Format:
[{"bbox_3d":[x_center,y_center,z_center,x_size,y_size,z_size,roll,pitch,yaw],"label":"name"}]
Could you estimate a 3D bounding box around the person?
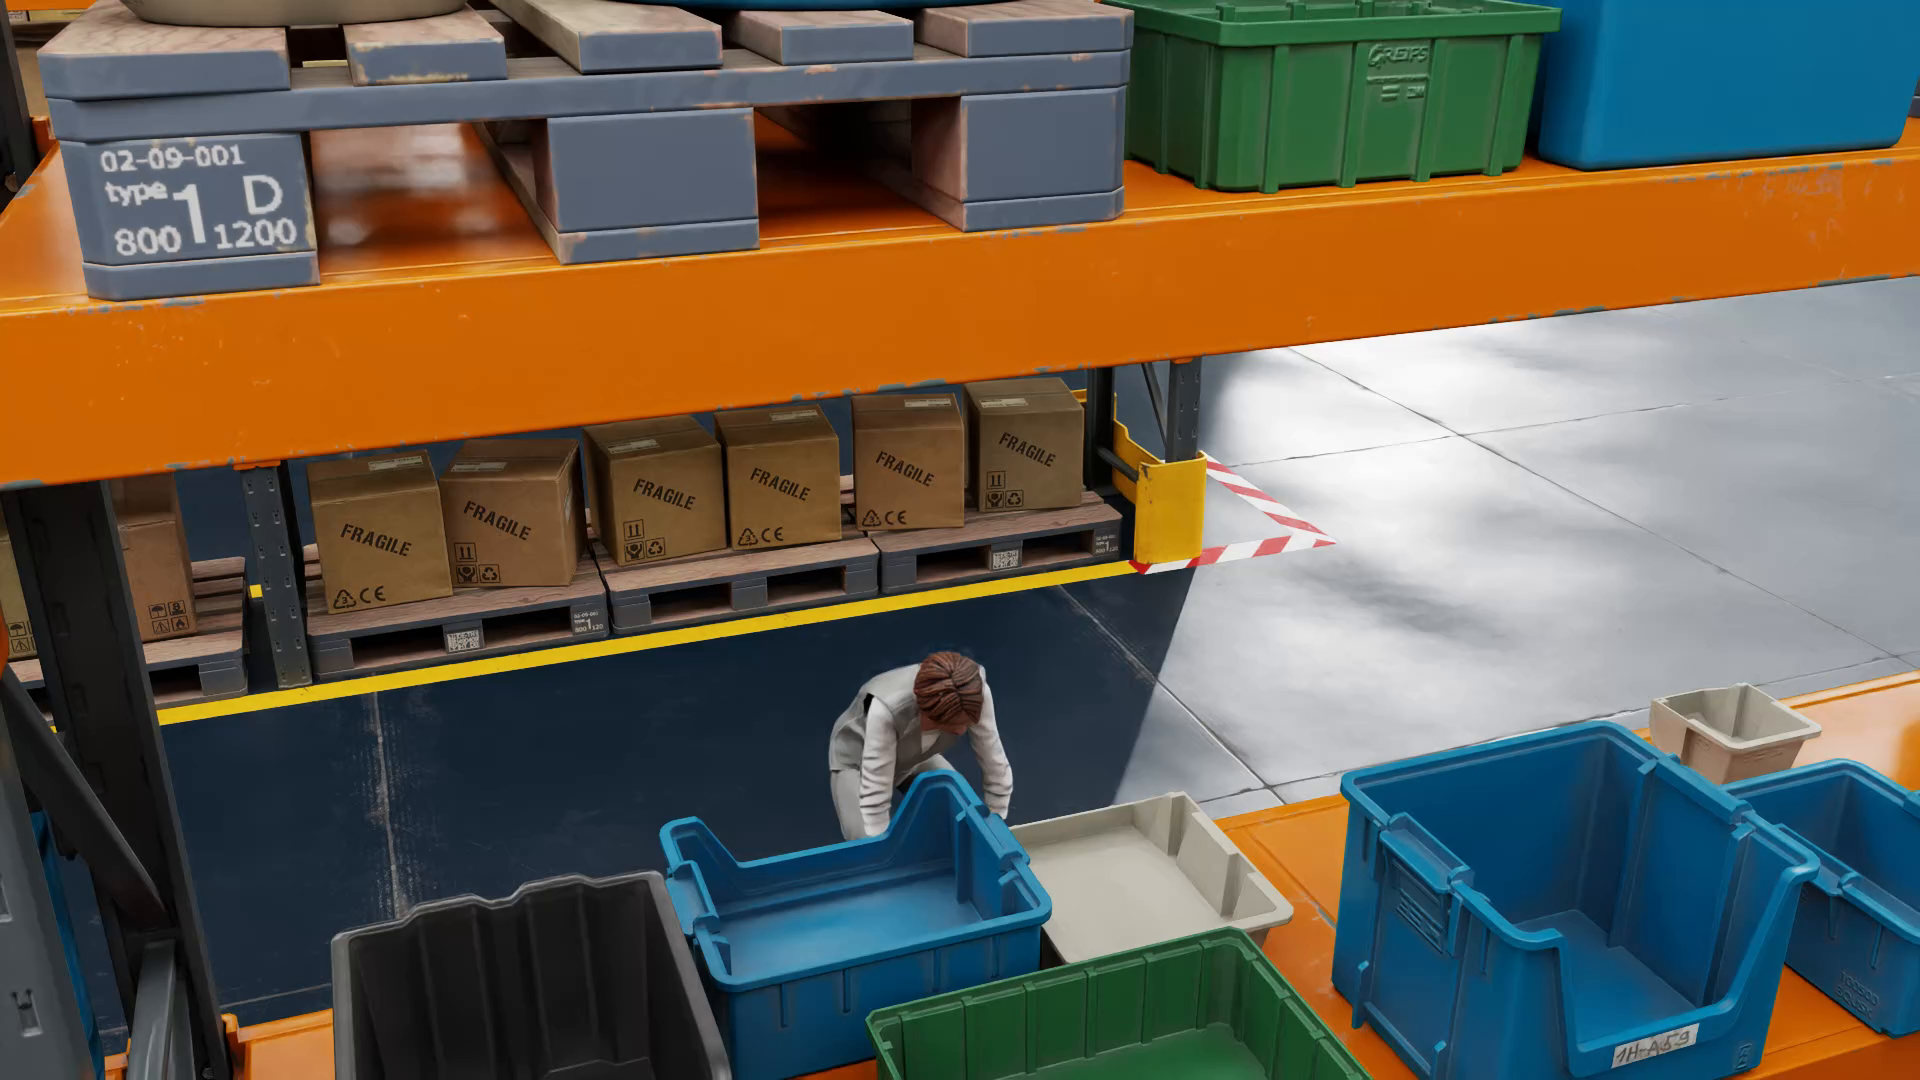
[{"bbox_3d":[-0.120,0.762,4.884,0.463,1.148,0.721,-8,24,-19],"label":"person"}]
